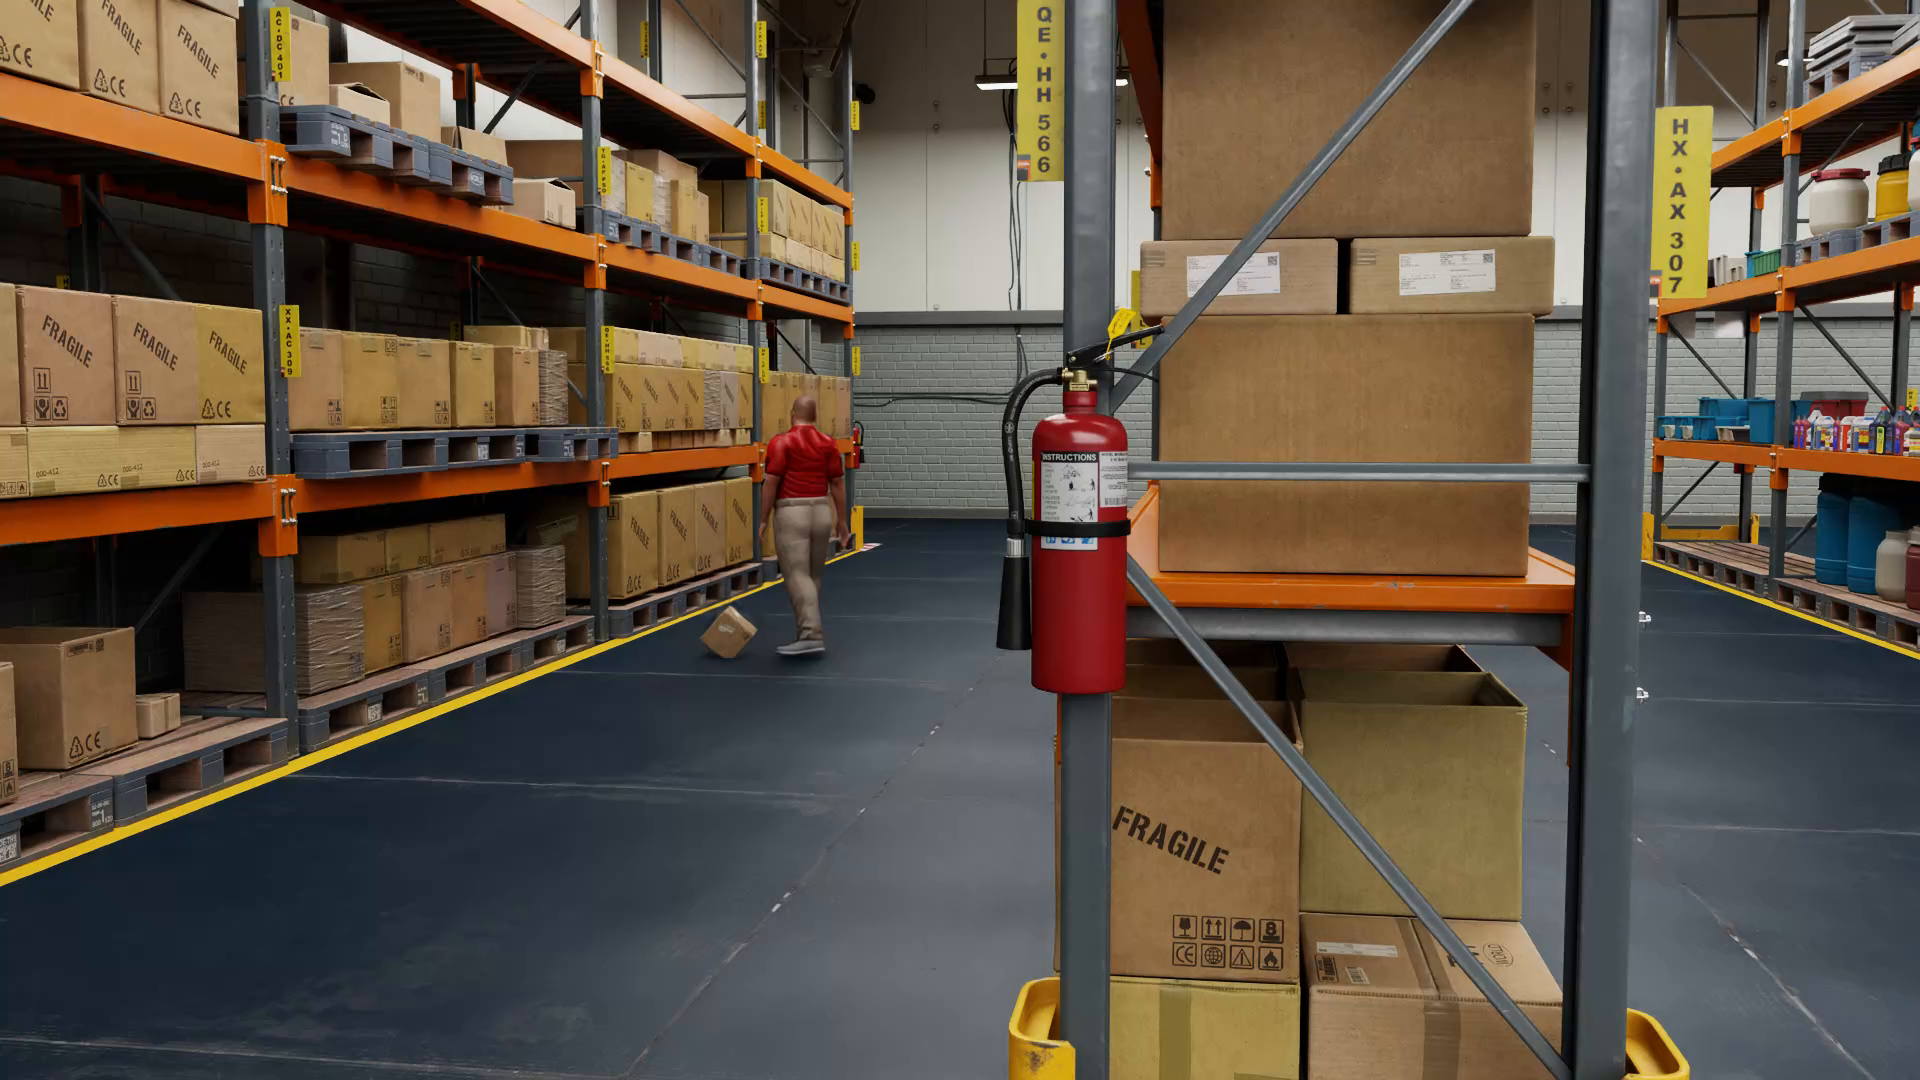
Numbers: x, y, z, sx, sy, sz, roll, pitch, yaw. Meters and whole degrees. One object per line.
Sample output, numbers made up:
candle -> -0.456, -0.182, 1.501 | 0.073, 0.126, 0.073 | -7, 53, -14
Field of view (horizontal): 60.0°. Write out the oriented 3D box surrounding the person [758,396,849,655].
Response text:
person -> -1.025, -0.101, 11.081 | 0.630, 1.718, 0.657 | -3, 6, -37
